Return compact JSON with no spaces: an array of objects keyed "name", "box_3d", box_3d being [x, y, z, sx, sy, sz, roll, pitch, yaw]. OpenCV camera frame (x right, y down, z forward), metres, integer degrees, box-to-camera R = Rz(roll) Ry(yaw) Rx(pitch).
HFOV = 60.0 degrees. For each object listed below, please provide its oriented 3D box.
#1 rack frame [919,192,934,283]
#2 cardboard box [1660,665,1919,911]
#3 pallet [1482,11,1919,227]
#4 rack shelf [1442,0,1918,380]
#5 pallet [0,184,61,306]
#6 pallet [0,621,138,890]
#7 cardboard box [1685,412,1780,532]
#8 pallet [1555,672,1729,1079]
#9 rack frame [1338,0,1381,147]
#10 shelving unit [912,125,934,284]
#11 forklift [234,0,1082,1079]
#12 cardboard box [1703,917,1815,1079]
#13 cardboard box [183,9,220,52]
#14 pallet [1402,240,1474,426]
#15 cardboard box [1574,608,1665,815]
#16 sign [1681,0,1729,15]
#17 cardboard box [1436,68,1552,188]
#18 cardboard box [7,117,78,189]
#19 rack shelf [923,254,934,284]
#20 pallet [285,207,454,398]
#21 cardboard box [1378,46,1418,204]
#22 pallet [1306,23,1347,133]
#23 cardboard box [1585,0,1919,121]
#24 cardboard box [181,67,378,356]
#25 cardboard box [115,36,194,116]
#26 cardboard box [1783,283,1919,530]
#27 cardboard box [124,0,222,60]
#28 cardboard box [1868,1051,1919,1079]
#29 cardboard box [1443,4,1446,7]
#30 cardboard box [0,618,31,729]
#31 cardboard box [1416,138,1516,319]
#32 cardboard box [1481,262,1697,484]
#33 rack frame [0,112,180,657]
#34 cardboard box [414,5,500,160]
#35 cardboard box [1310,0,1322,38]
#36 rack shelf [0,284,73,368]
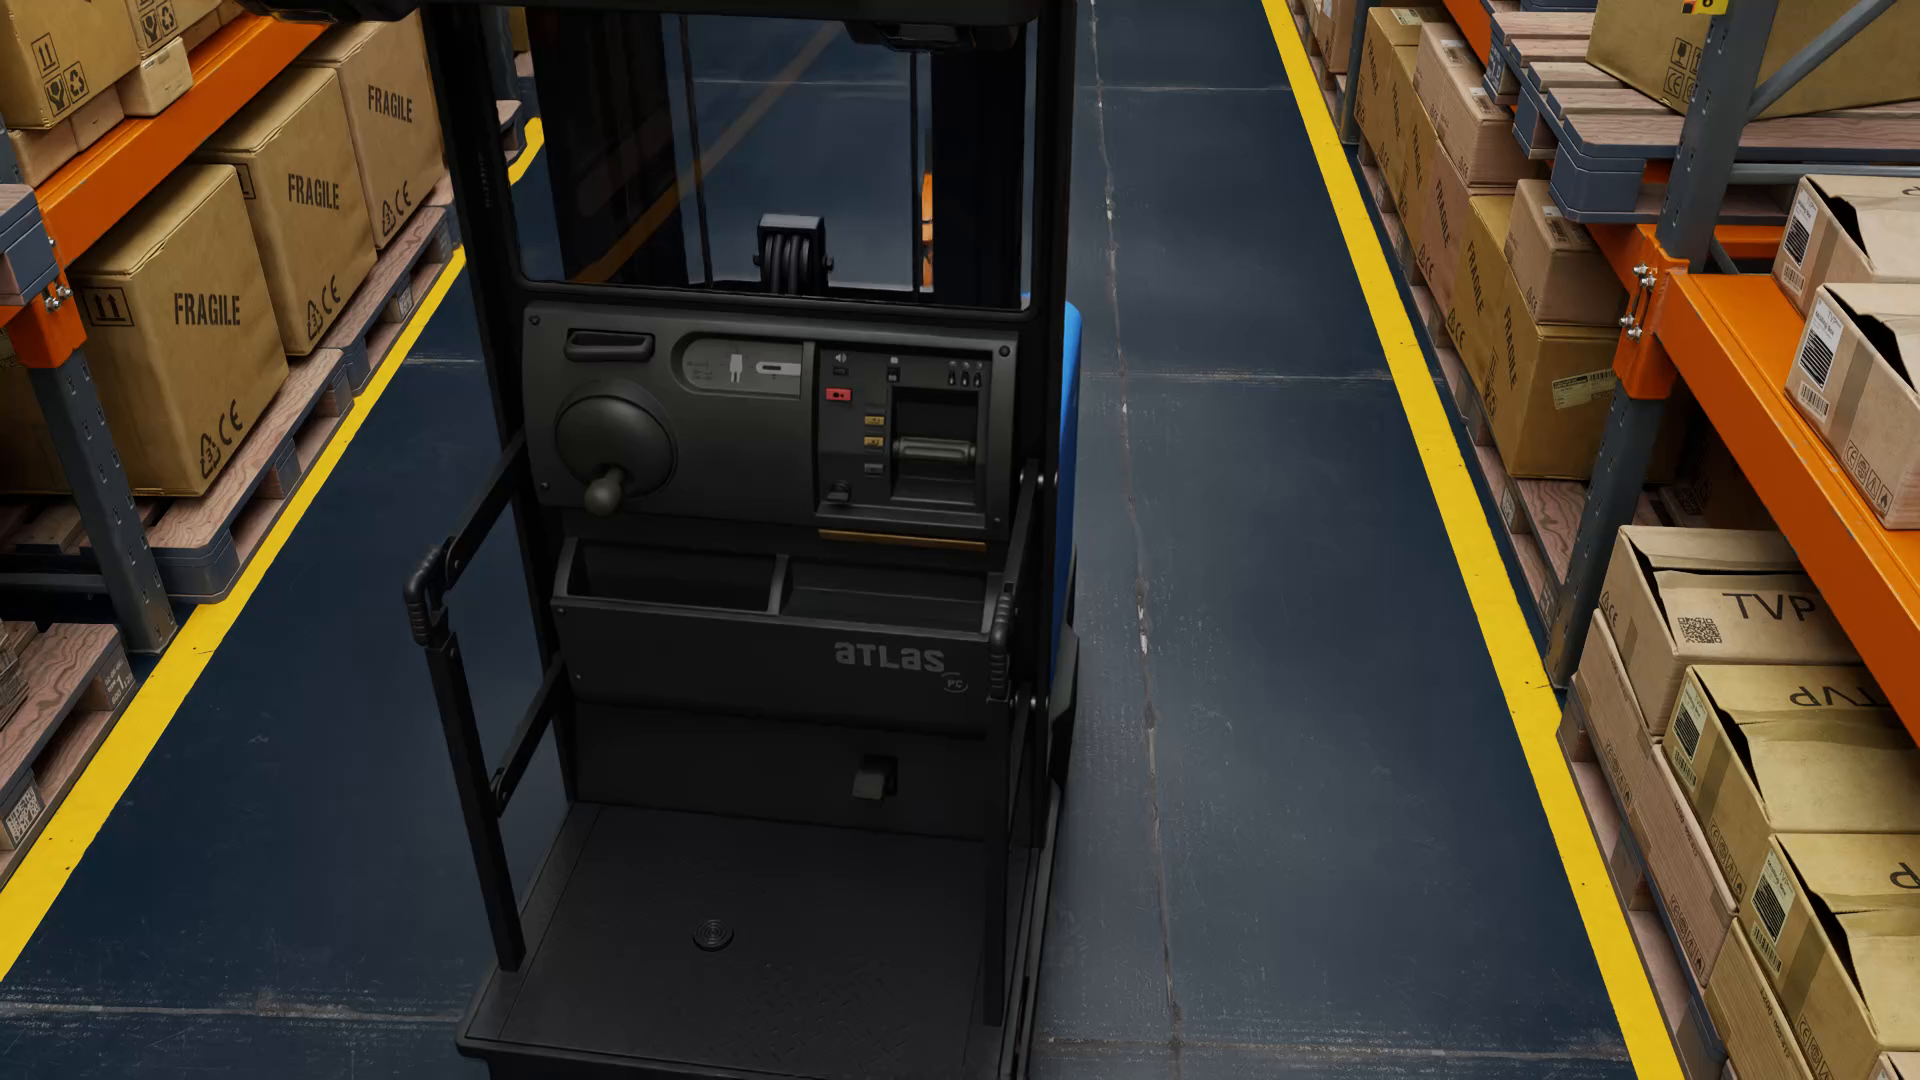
[{"name":"rack frame","box_3d":[-0.003,-0.446,4.841,0.240,1.200,0.015,1,35,2]},{"name":"cardboard box","box_3d":[1.833,0.493,3.479,0.500,0.311,0.500,1,35,1]},{"name":"pallet","box_3d":[2.117,-1.140,4.430,1.213,0.211,1.003,1,35,2]},{"name":"rack shelf","box_3d":[2.240,-1.682,5.660,1.077,0.370,4.000,1,35,2]},{"name":"pallet","box_3d":[-2.712,-0.449,3.447,1.213,0.211,1.003,1,35,2]},{"name":"pallet","box_3d":[-2.823,0.650,4.141,1.003,0.211,1.213,1,35,2]},{"name":"cardboard box","box_3d":[2.464,-0.239,4.773,0.500,0.500,0.500,3,35,4]},{"name":"pallet","box_3d":[2.088,0.786,3.948,1.003,0.211,1.213,1,35,2]},{"name":"rack frame","box_3d":[2.320,-3.125,7.088,1.000,3.000,0.127,1,35,2]},{"name":"shelving unit","box_3d":[0.007,-0.586,5.040,0.258,1.200,0.503,1,35,2]},{"name":"forklift","box_3d":[-0.387,-0.155,2.921,1.130,2.935,3.031,5,35,6]},{"name":"cardboard box","box_3d":[1.811,1.008,3.234,0.500,0.250,0.500,0,35,1]},{"name":"cardboard box","box_3d":[-2.543,-1.621,5.148,0.380,0.149,0.250,2,35,3]},{"name":"pallet","box_3d":[2.279,-0.813,6.224,1.003,0.211,1.213,1,35,2]},{"name":"cardboard box","box_3d":[1.845,0.420,4.070,0.500,0.250,0.500,1,35,2]},{"name":"sign","box_3d":[1.617,-1.276,3.518,0.100,0.325,0.005,1,35,2]},{"name":"cardboard box","box_3d":[1.998,-1.454,5.850,0.500,0.250,0.500,1,35,1]},{"name":"cardboard box","box_3d":[-2.545,-1.029,4.306,0.380,0.149,0.250,1,35,1]},{"name":"rack shelf","box_3d":[0.007,-0.714,4.950,0.258,0.148,0.480,1,35,2]},{"name":"pallet","box_3d":[-2.631,-0.949,6.417,1.003,0.211,1.213,1,35,2]},{"name":"cardboard box","box_3d":[2.047,-1.704,6.857,0.500,0.500,0.500,2,35,3]},{"name":"pallet","box_3d":[2.349,-2.379,8.452,1.003,0.211,1.213,1,35,2]},{"name":"cardboard box","box_3d":[2.072,-1.404,4.187,0.700,0.500,0.500,-10,36,-14]},{"name":"cardboard box","box_3d":[-2.588,-1.154,5.788,0.750,0.750,0.750,1,35,2]},{"name":"cardboard box","box_3d":[-2.431,-1.324,4.726,0.380,0.149,0.250,2,35,3]},{"name":"cardboard box","box_3d":[1.930,-0.281,3.119,0.500,0.311,0.500,1,35,1]},{"name":"cardboard box","box_3d":[-2.484,-1.684,4.675,0.500,0.500,0.500,2,35,3]},{"name":"cardboard box","box_3d":[1.790,1.081,2.642,0.500,0.311,0.500,1,35,1]},{"name":"cardboard box","box_3d":[2.553,-2.441,8.071,0.500,0.311,0.500,1,35,2]},{"name":"cardboard box","box_3d":[-2.767,0.318,3.980,0.700,0.500,0.500,2,35,3]},{"name":"cardboard box","box_3d":[1.999,-1.126,6.035,0.500,0.500,0.500,0,35,0]},{"name":"cardboard box","box_3d":[1.963,-0.527,5.183,0.500,0.500,0.500,3,35,4]},{"name":"rack frame","box_3d":[-2.790,-0.939,3.978,1.000,3.000,0.127,1,35,2]},{"name":"cardboard box","box_3d":[-2.526,-2.153,7.210,0.750,0.750,0.750,2,35,2]},{"name":"cardboard box","box_3d":[2.015,-2.690,8.565,0.380,0.149,0.250,1,35,2]},{"name":"rack shelf","box_3d":[-2.870,0.504,2.550,1.077,0.370,4.000,1,35,2]}]
